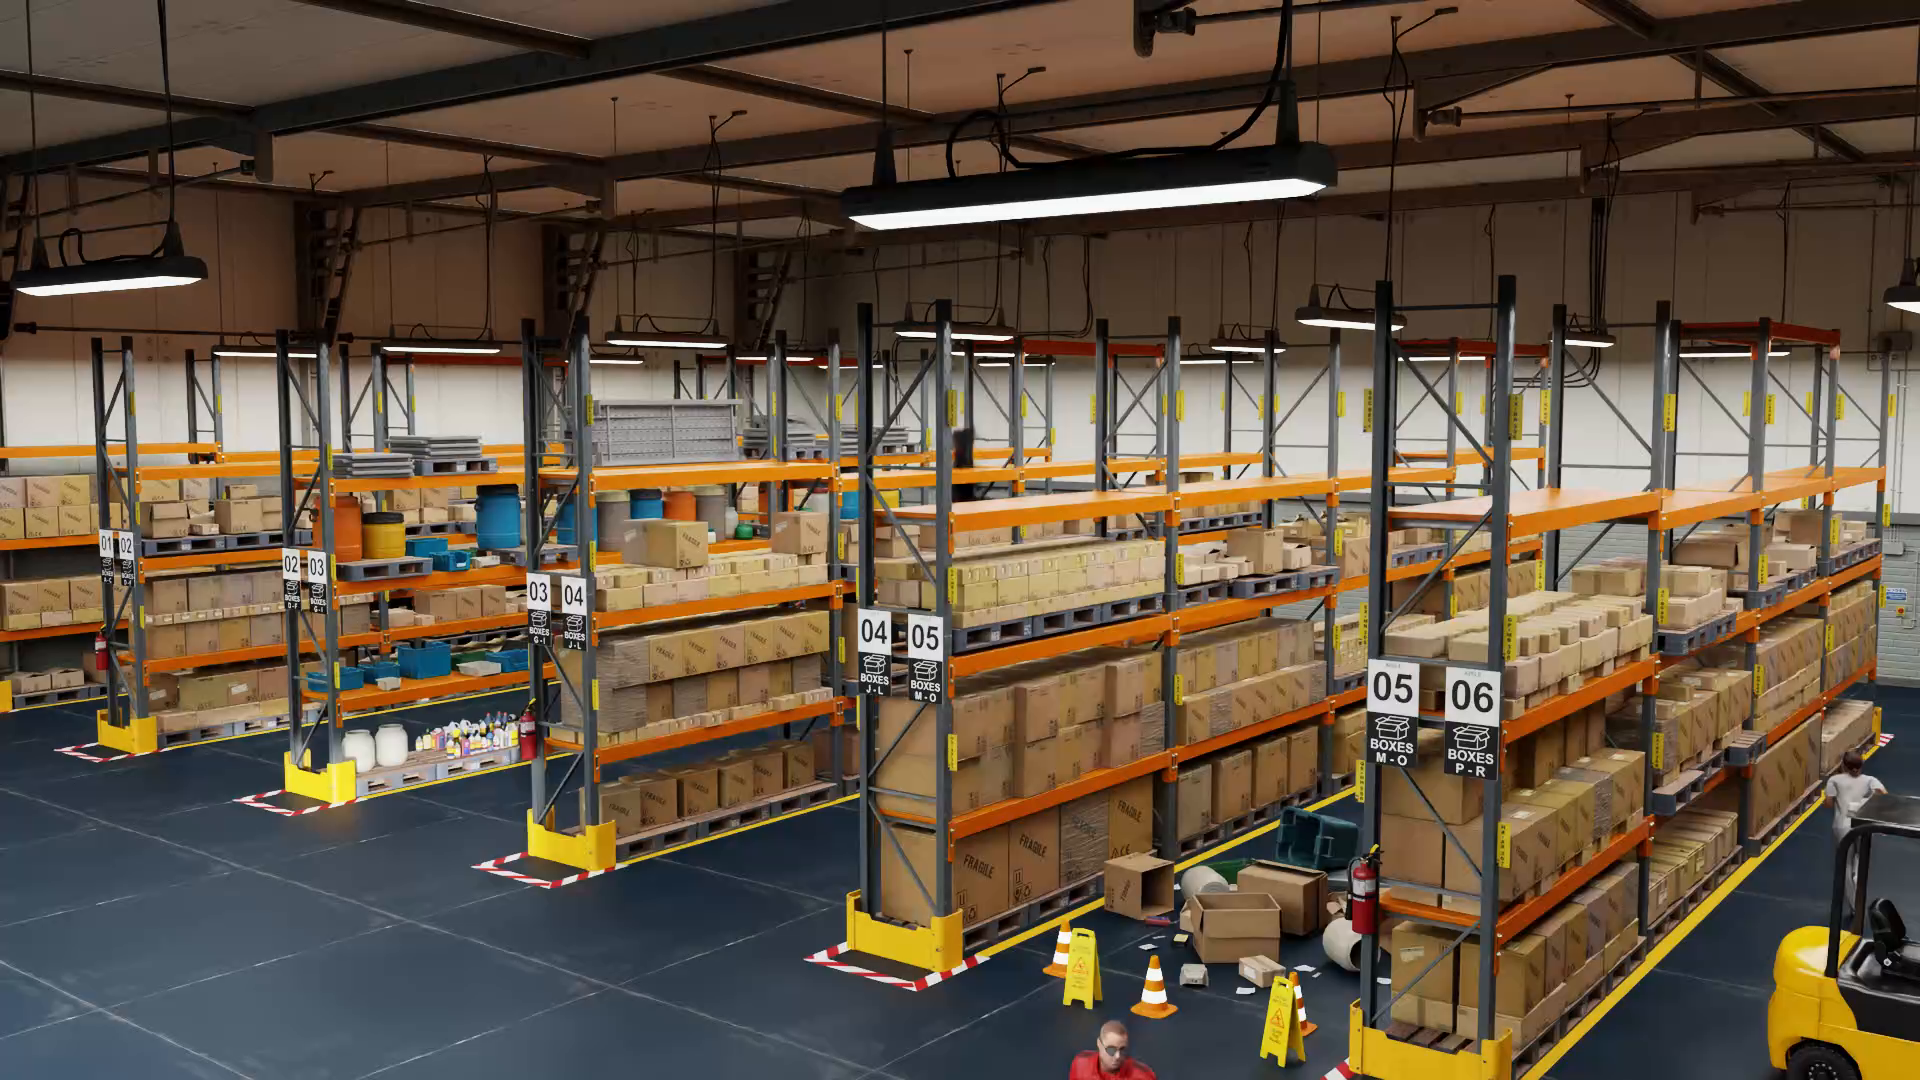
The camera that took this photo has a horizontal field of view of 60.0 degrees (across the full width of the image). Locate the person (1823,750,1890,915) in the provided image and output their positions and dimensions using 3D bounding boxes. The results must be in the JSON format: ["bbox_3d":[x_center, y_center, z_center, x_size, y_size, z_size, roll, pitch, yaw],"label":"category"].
[{"bbox_3d":[8.982,2.924,16.702,0.569,1.594,0.687,2,5,19],"label":"person"}]

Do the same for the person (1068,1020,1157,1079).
[{"bbox_3d":[0.850,3.502,9.362,0.651,1.670,0.813,1,5,14],"label":"person"}]

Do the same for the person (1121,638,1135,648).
[{"bbox_3d":[2.451,2.223,24.398,0.525,1.592,0.887,3,6,31],"label":"person"}]
